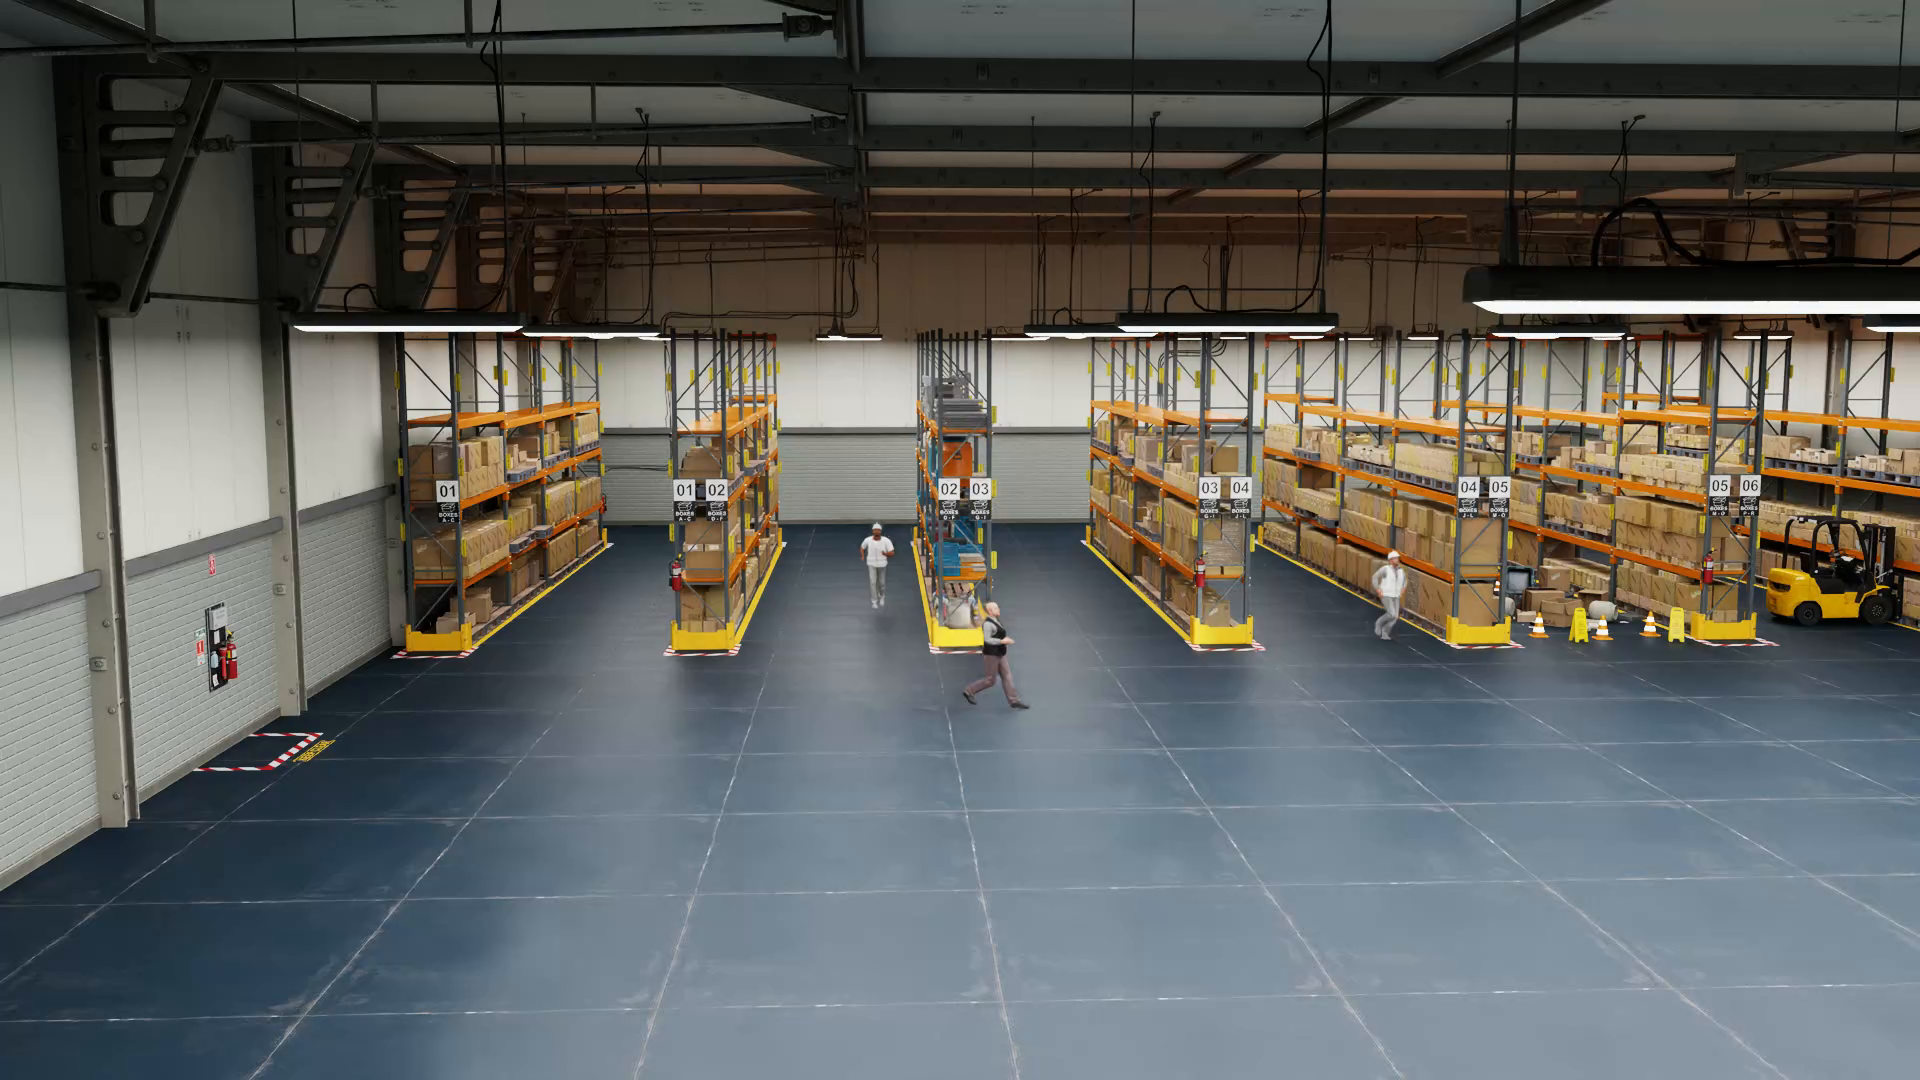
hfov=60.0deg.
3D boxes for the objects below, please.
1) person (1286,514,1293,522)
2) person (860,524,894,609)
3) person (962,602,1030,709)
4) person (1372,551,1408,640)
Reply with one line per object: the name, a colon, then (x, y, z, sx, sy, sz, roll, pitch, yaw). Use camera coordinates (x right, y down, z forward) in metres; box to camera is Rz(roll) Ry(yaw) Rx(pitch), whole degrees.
person: (9.810, -0.915, 49.161, 0.790, 1.684, 0.555, -6, 9, -44)
person: (-1.730, 0.546, 34.698, 0.710, 1.778, 0.936, 0, 7, -1)
person: (0.563, 1.801, 25.935, 1.054, 1.681, 0.672, 2, 7, 18)
person: (8.398, 1.085, 32.252, 0.689, 1.721, 0.533, -3, 7, -22)
